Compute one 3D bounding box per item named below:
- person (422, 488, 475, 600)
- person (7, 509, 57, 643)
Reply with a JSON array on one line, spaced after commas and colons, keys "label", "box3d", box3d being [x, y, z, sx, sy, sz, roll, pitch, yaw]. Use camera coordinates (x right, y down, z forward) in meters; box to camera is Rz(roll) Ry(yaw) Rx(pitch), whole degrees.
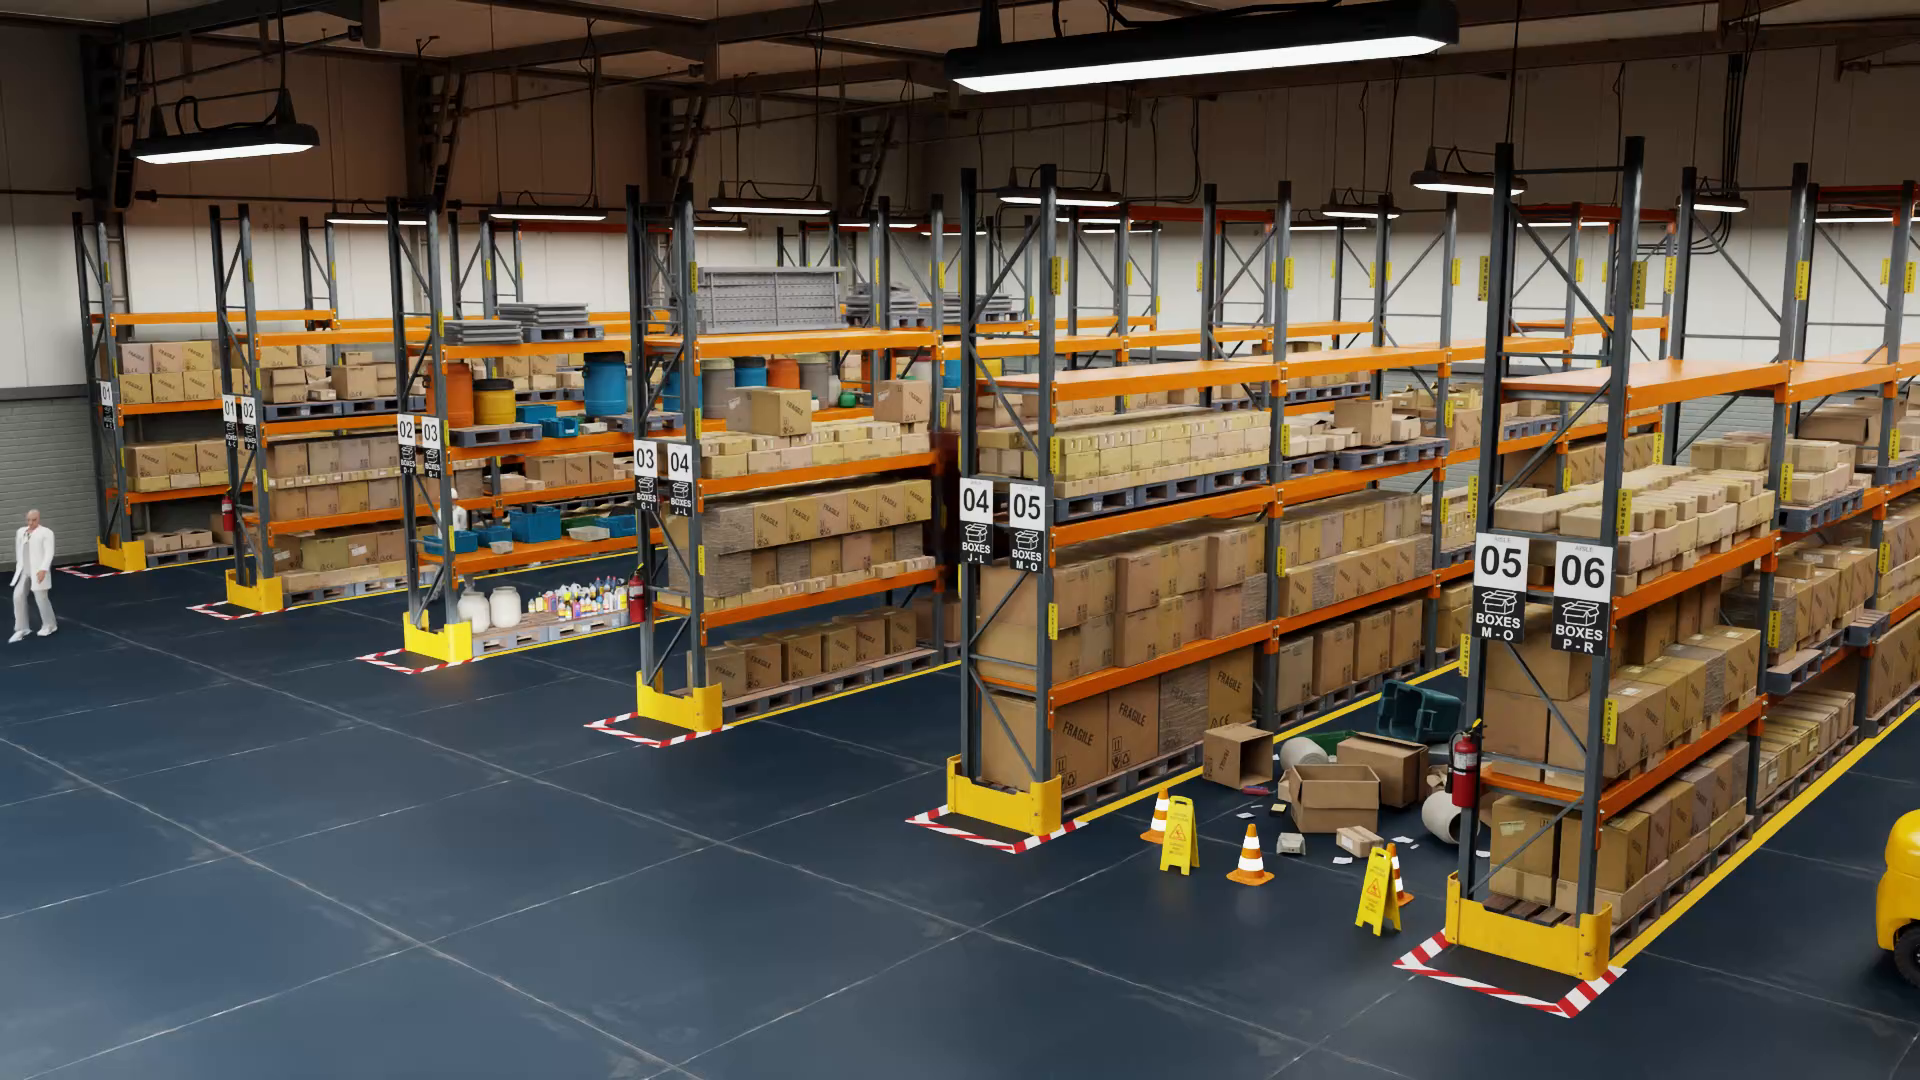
[{"label": "person", "box3d": [-7.840, 0.055, 25.584, 0.556, 1.712, 1.053, 2, 10, 9]}, {"label": "person", "box3d": [-12.882, 0.493, 23.049, 0.609, 1.818, 0.699, 1, 9, 3]}]
